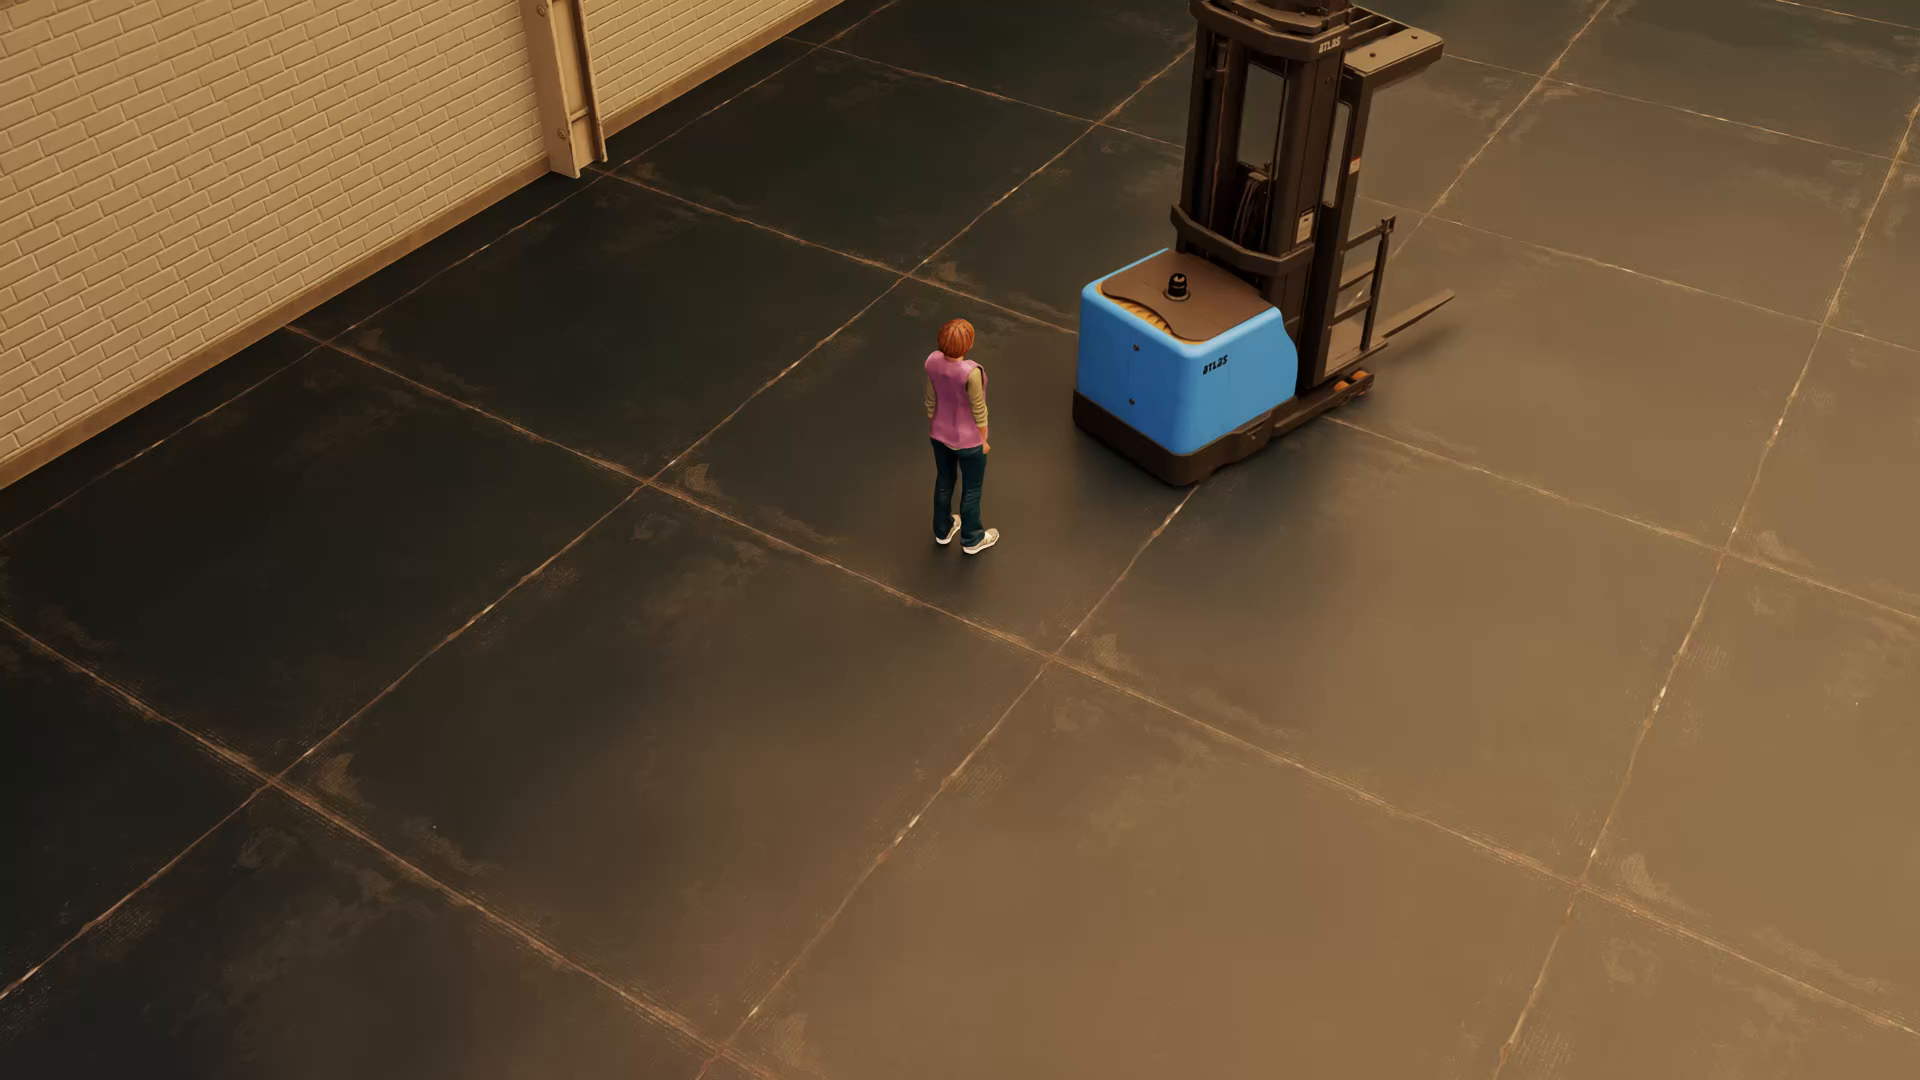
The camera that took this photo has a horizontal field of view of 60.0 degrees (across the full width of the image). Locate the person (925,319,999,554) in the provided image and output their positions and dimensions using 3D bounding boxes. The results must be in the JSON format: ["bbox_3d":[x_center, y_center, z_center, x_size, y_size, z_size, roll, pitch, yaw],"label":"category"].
[{"bbox_3d":[-0.002,-0.611,9.719,0.409,1.602,0.327,22,45,24],"label":"person"}]

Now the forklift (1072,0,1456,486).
[{"bbox_3d":[2.202,-2.265,10.640,3.031,2.935,1.130,-28,48,-29],"label":"forklift"}]
